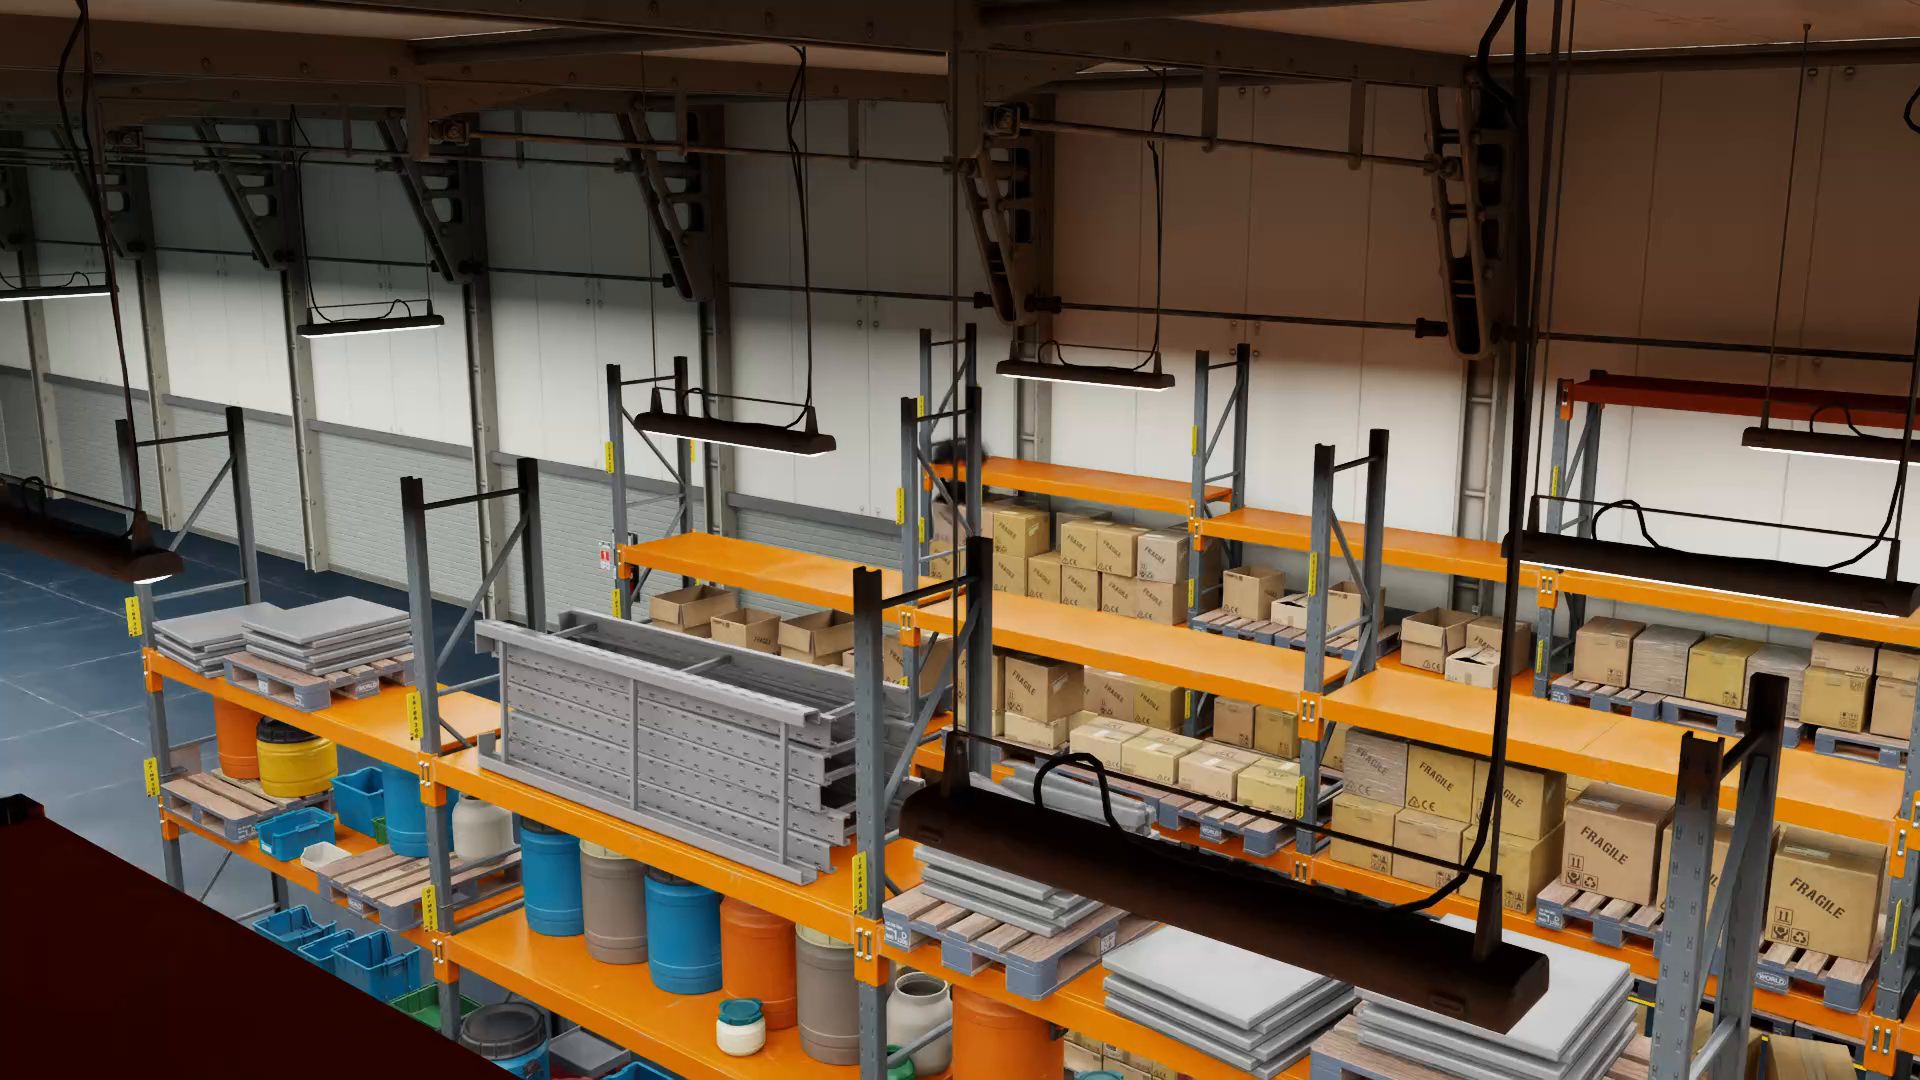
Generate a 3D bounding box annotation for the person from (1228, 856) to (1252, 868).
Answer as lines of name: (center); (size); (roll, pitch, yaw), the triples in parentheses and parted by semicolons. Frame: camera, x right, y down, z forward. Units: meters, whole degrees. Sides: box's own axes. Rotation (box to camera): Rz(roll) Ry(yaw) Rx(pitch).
person: (2.653, 3.752, 15.872); (0.893, 1.657, 0.604); (9, 15, 33)
